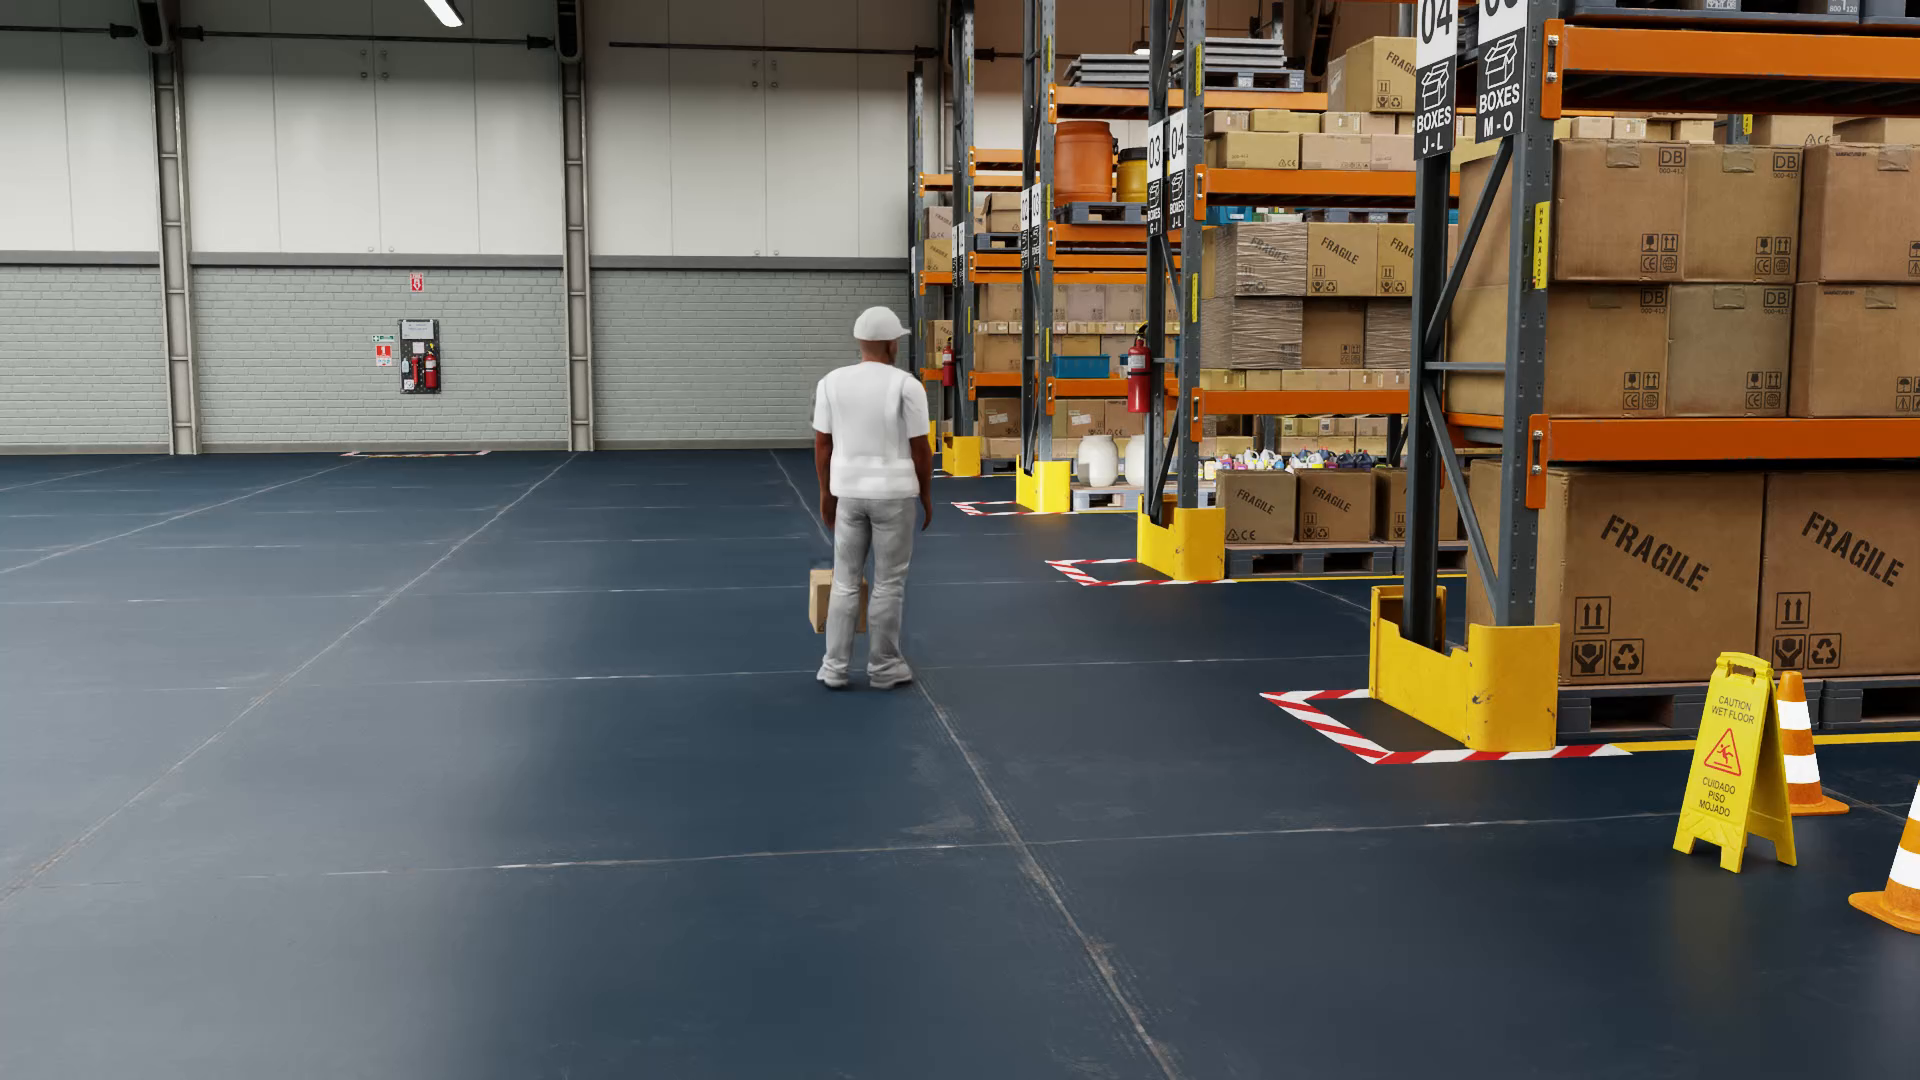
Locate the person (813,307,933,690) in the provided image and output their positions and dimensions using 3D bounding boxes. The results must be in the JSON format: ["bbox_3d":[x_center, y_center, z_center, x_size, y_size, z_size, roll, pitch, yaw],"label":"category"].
[{"bbox_3d":[-0.402,-0.193,7.765,0.580,1.776,0.431,2,7,19],"label":"person"}]
